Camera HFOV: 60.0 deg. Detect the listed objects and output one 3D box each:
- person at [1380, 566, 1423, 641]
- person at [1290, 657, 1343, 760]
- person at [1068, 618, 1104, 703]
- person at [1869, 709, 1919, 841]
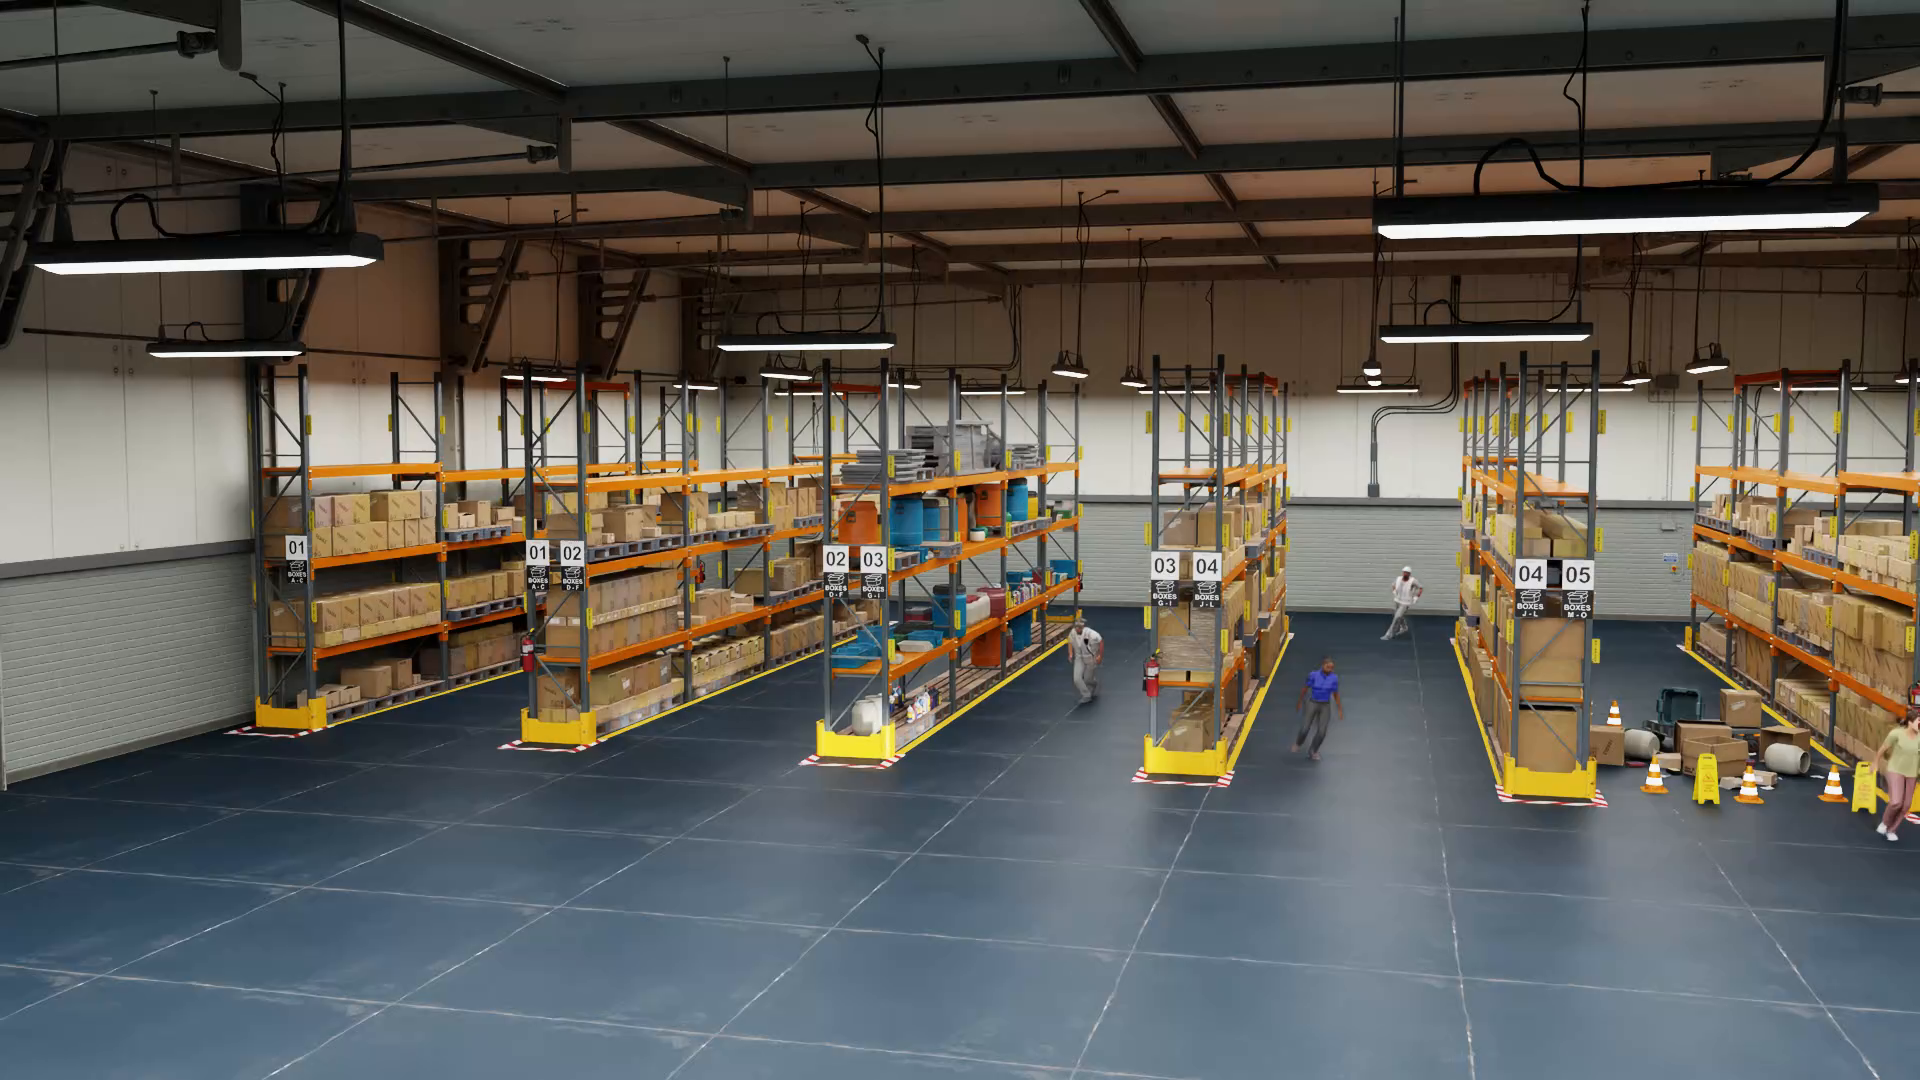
[{"bbox_3d":[10.319,1.462,38.708,1.016,1.731,0.755,-3,5,-41],"label":"person"},{"bbox_3d":[5.328,2.498,24.832,0.719,1.572,0.611,0,4,0],"label":"person"},{"bbox_3d":[2.293,2.156,29.932,0.673,1.575,0.896,2,4,26],"label":"person"},{"bbox_3d":[11.311,2.826,19.927,0.568,1.605,0.619,0,4,2],"label":"person"}]
